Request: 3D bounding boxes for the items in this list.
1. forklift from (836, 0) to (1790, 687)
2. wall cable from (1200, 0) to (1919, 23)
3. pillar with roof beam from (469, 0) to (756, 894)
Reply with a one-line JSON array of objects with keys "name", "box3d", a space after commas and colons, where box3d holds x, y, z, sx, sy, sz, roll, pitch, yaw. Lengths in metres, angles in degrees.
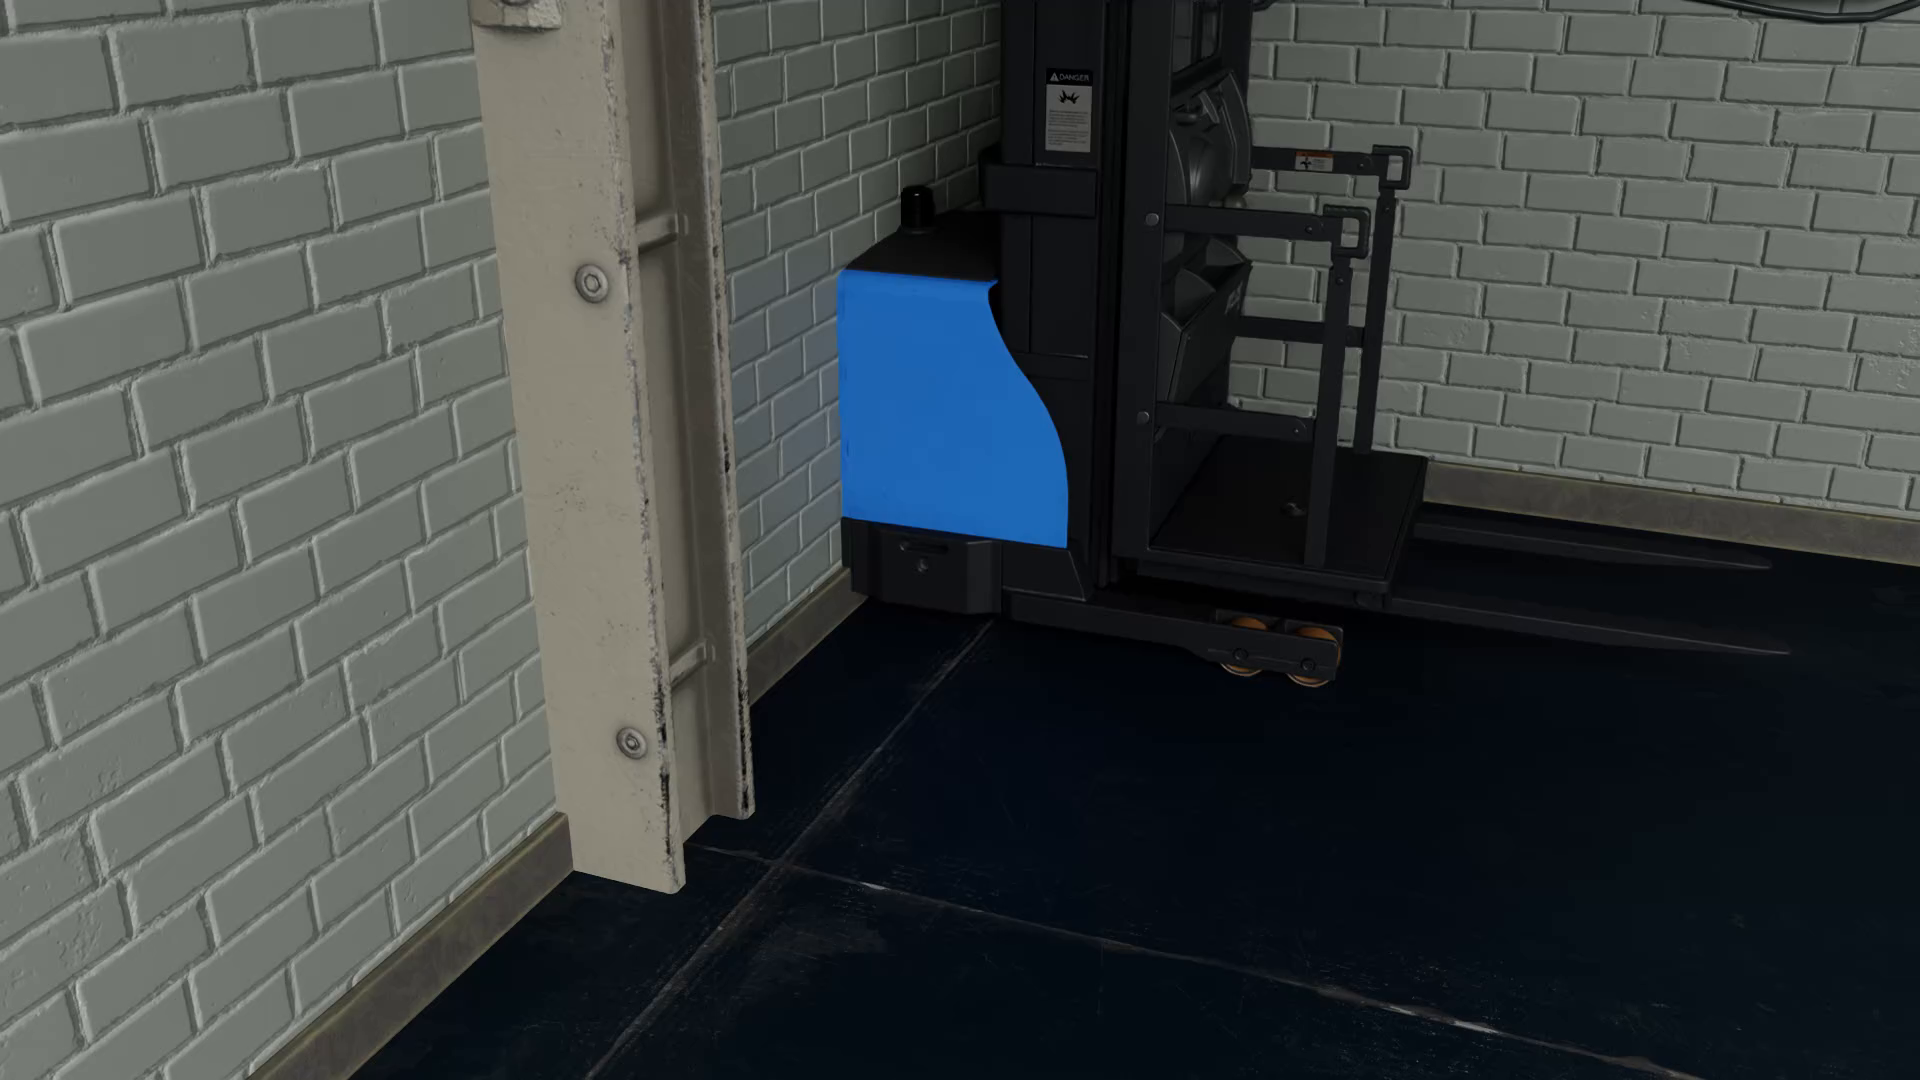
[{"name": "forklift", "box3d": [0.912, -1.164, 4.735, 3.031, 2.935, 1.130, 8, 24, 18]}, {"name": "wall cable", "box3d": [1.599, -2.866, 4.964, 3.097, 2.526, 0.112, 9, 24, 20]}, {"name": "pillar with roof beam", "box3d": [3.274, -2.817, 0.819, 9.100, 9.000, 0.400, 9, 24, 20]}]
